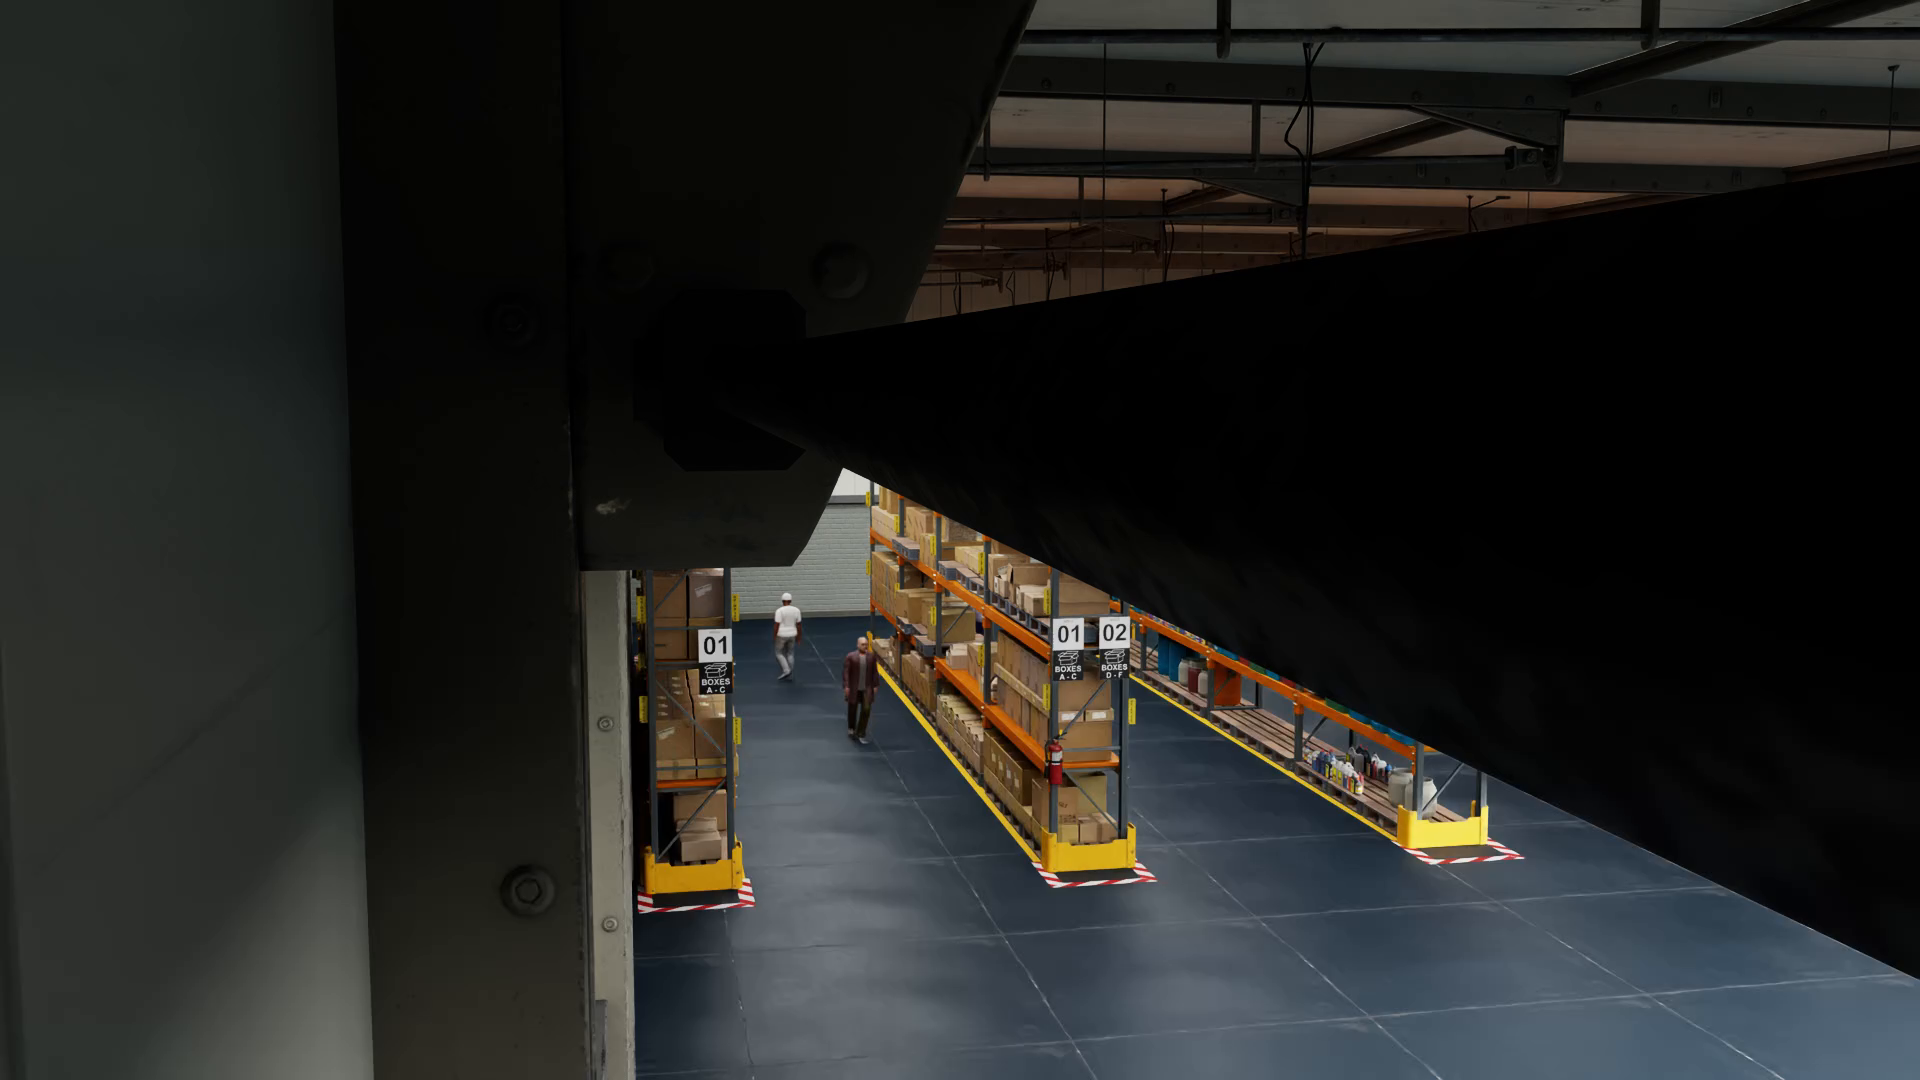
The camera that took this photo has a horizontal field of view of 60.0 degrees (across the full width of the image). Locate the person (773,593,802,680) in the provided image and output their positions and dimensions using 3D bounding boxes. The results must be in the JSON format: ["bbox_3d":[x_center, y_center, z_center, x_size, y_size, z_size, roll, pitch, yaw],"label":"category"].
[{"bbox_3d":[-3.473,1.951,33.537,0.618,1.768,0.499,-4,7,-32],"label":"person"}]

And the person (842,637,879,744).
[{"bbox_3d":[-1.678,2.548,28.206,0.682,1.821,0.719,-2,6,-18],"label":"person"}]

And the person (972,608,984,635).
[{"bbox_3d":[0.477,1.852,35.273,0.504,1.563,1.043,-1,6,-12],"label":"person"}]
